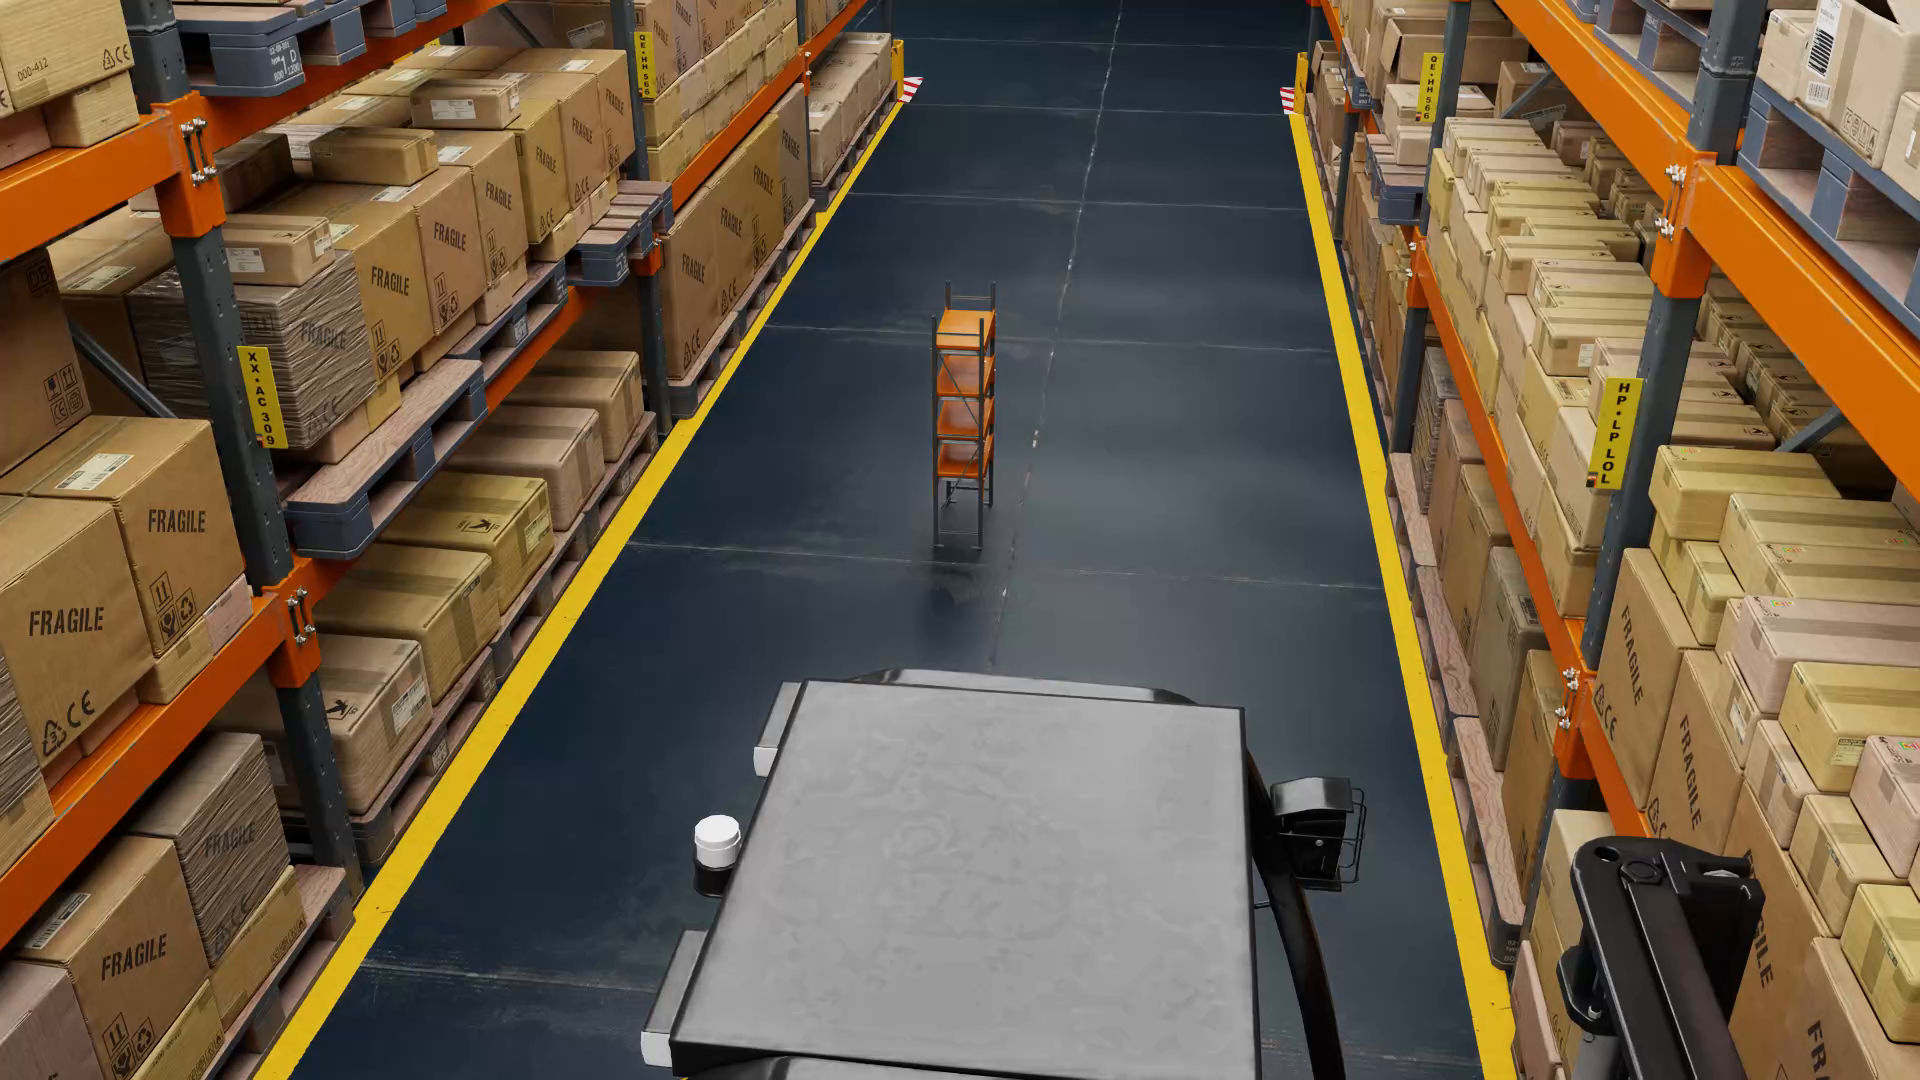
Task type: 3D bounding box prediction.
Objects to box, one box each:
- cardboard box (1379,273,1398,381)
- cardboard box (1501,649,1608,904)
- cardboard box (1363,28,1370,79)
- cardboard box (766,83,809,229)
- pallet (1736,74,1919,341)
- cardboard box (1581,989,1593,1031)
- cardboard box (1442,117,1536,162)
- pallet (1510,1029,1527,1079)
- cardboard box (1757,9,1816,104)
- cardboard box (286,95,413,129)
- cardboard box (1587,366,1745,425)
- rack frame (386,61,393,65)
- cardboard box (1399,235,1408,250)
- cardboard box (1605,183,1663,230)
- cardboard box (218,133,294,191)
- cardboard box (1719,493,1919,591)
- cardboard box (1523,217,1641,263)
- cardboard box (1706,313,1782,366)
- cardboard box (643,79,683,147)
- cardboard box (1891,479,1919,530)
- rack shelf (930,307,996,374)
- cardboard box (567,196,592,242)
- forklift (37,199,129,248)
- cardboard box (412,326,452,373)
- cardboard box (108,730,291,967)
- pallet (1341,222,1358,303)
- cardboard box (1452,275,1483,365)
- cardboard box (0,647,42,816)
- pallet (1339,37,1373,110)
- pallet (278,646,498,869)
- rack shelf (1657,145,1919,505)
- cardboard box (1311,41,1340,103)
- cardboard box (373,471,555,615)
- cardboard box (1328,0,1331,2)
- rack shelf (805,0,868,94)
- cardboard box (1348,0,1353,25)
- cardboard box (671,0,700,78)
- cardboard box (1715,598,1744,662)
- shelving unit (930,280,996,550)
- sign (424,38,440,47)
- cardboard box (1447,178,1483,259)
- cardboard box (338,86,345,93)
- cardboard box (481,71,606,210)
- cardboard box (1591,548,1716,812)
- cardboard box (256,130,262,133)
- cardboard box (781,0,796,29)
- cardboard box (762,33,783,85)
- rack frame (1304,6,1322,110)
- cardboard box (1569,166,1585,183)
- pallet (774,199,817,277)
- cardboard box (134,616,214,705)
[{"bbox_3d":[2.705,-1.197,9.502,0.500,0.500,0.500,3,28,5],"label":"cardboard box"},{"bbox_3d":[2.357,0.831,5.606,0.875,0.625,0.625,5,29,8],"label":"cardboard box"},{"bbox_3d":[2.734,-3.043,10.435,0.396,0.266,0.258,5,29,9],"label":"cardboard box"},{"bbox_3d":[-1.638,-2.789,12.061,0.875,0.875,0.875,4,29,8],"label":"cardboard box"},{"bbox_3d":[2.226,-0.662,3.247,1.003,0.211,1.213,3,28,6],"label":"pallet"},{"bbox_3d":[1.861,1.252,4.166,0.500,0.250,0.500,3,28,6],"label":"cardboard box"},{"bbox_3d":[2.463,-1.863,7.756,0.380,0.149,0.250,4,29,8],"label":"cardboard box"},{"bbox_3d":[2.166,1.816,4.656,1.003,0.211,1.213,3,28,6],"label":"pallet"},{"bbox_3d":[1.948,-1.029,3.551,0.380,0.149,0.250,4,29,7],"label":"cardboard box"},{"bbox_3d":[-2.532,-1.618,7.229,0.500,0.500,0.500,4,29,7],"label":"cardboard box"},{"bbox_3d":[2.140,-0.409,5.058,0.380,0.149,0.250,3,28,5],"label":"cardboard box"},{"bbox_3d":[-6.077,-5.959,16.148,1.000,3.000,0.127,3,28,6],"label":"rack frame"},{"bbox_3d":[2.760,-1.657,9.671,0.380,0.149,0.250,4,29,8],"label":"cardboard box"},{"bbox_3d":[2.872,-1.345,6.794,0.380,0.149,0.250,3,28,6],"label":"cardboard box"},{"bbox_3d":[-2.708,-1.401,6.143,0.380,0.149,0.250,2,28,4],"label":"cardboard box"},{"bbox_3d":[2.046,0.018,3.950,0.380,0.149,0.250,4,29,7],"label":"cardboard box"},{"bbox_3d":[2.380,-1.127,6.389,0.380,0.149,0.250,3,28,6],"label":"cardboard box"},{"bbox_3d":[2.688,-0.628,5.464,0.380,0.149,0.250,3,28,6],"label":"cardboard box"},{"bbox_3d":[-1.825,-2.331,9.045,0.500,0.250,0.500,3,28,6],"label":"cardboard box"},{"bbox_3d":[2.565,-0.076,4.126,0.380,0.149,0.250,3,29,6],"label":"cardboard box"},{"bbox_3d":[0.020,-0.952,7.924,0.258,0.148,0.480,3,28,6],"label":"rack shelf"},{"bbox_3d":[-1.925,-1.490,7.674,0.380,0.149,0.250,2,28,4],"label":"cardboard box"},{"bbox_3d":[-4.684,-1.468,7.885,1.130,2.935,3.031,4,29,7],"label":"forklift"},{"bbox_3d":[-2.170,-0.760,6.319,0.380,0.149,0.250,4,29,7],"label":"cardboard box"},{"bbox_3d":[-2.428,0.920,5.046,0.500,0.500,0.500,3,28,5],"label":"cardboard box"},{"bbox_3d":[3.223,-1.936,11.622,1.003,0.211,1.213,3,28,6],"label":"pallet"},{"bbox_3d":[2.375,-0.926,6.965,0.500,0.250,0.500,2,28,5],"label":"cardboard box"},{"bbox_3d":[-2.545,0.466,3.804,0.500,0.500,0.500,4,29,8],"label":"cardboard box"},{"bbox_3d":[3.079,-3.095,11.034,1.003,0.211,1.213,3,28,6],"label":"pallet"},{"bbox_3d":[-2.528,0.791,6.559,1.003,0.211,1.213,3,28,6],"label":"pallet"},{"bbox_3d":[2.060,0.154,2.397,1.077,0.370,4.000,3,28,6],"label":"rack shelf"},{"bbox_3d":[3.606,-4.235,15.138,0.797,0.503,0.637,2,28,4],"label":"cardboard box"},{"bbox_3d":[-2.392,-0.011,7.436,0.950,0.372,0.625,4,29,8],"label":"cardboard box"},{"bbox_3d":[3.255,-4.579,13.852,0.380,0.149,0.250,3,28,5],"label":"cardboard box"},{"bbox_3d":[-1.397,-4.460,14.125,1.077,0.370,4.000,3,28,6],"label":"rack shelf"},{"bbox_3d":[3.105,-3.868,12.111,0.500,0.250,0.500,4,29,7],"label":"cardboard box"},{"bbox_3d":[-1.778,-2.889,9.290,0.500,0.500,0.500,3,29,6],"label":"cardboard box"},{"bbox_3d":[1.970,0.268,3.800,0.380,0.149,0.250,3,28,6],"label":"cardboard box"},{"bbox_3d":[0.020,-0.606,8.110,0.258,1.200,0.503,3,28,6],"label":"shelving unit"},{"bbox_3d":[-2.683,-2.493,8.495,0.100,0.325,0.005,3,28,6],"label":"sign"},{"bbox_3d":[2.435,-1.390,7.298,0.500,0.250,0.500,4,29,8],"label":"cardboard box"},{"bbox_3d":[-6.001,-4.265,15.568,0.380,0.149,0.250,4,29,7],"label":"cardboard box"},{"bbox_3d":[-1.964,-1.839,7.638,0.500,0.500,0.500,3,28,5],"label":"cardboard box"},{"bbox_3d":[1.991,0.366,4.302,0.500,0.500,0.500,3,28,5],"label":"cardboard box"},{"bbox_3d":[-6.211,-3.526,14.195,0.380,0.149,0.250,3,28,5],"label":"cardboard box"},{"bbox_3d":[-1.455,-3.768,11.713,0.500,0.250,0.500,3,28,6],"label":"cardboard box"},{"bbox_3d":[-1.510,-3.304,11.379,0.500,0.250,0.500,3,28,5],"label":"cardboard box"},{"bbox_3d":[3.775,-5.432,15.170,1.000,3.000,0.127,3,28,6],"label":"rack frame"},{"bbox_3d":[3.016,-1.593,7.675,0.500,0.250,0.500,4,29,7],"label":"cardboard box"},{"bbox_3d":[-1.662,-2.241,12.186,1.003,0.211,1.213,3,28,6],"label":"pallet"},{"bbox_3d":[-2.383,0.327,4.745,0.380,0.149,0.250,4,29,7],"label":"cardboard box"}]
